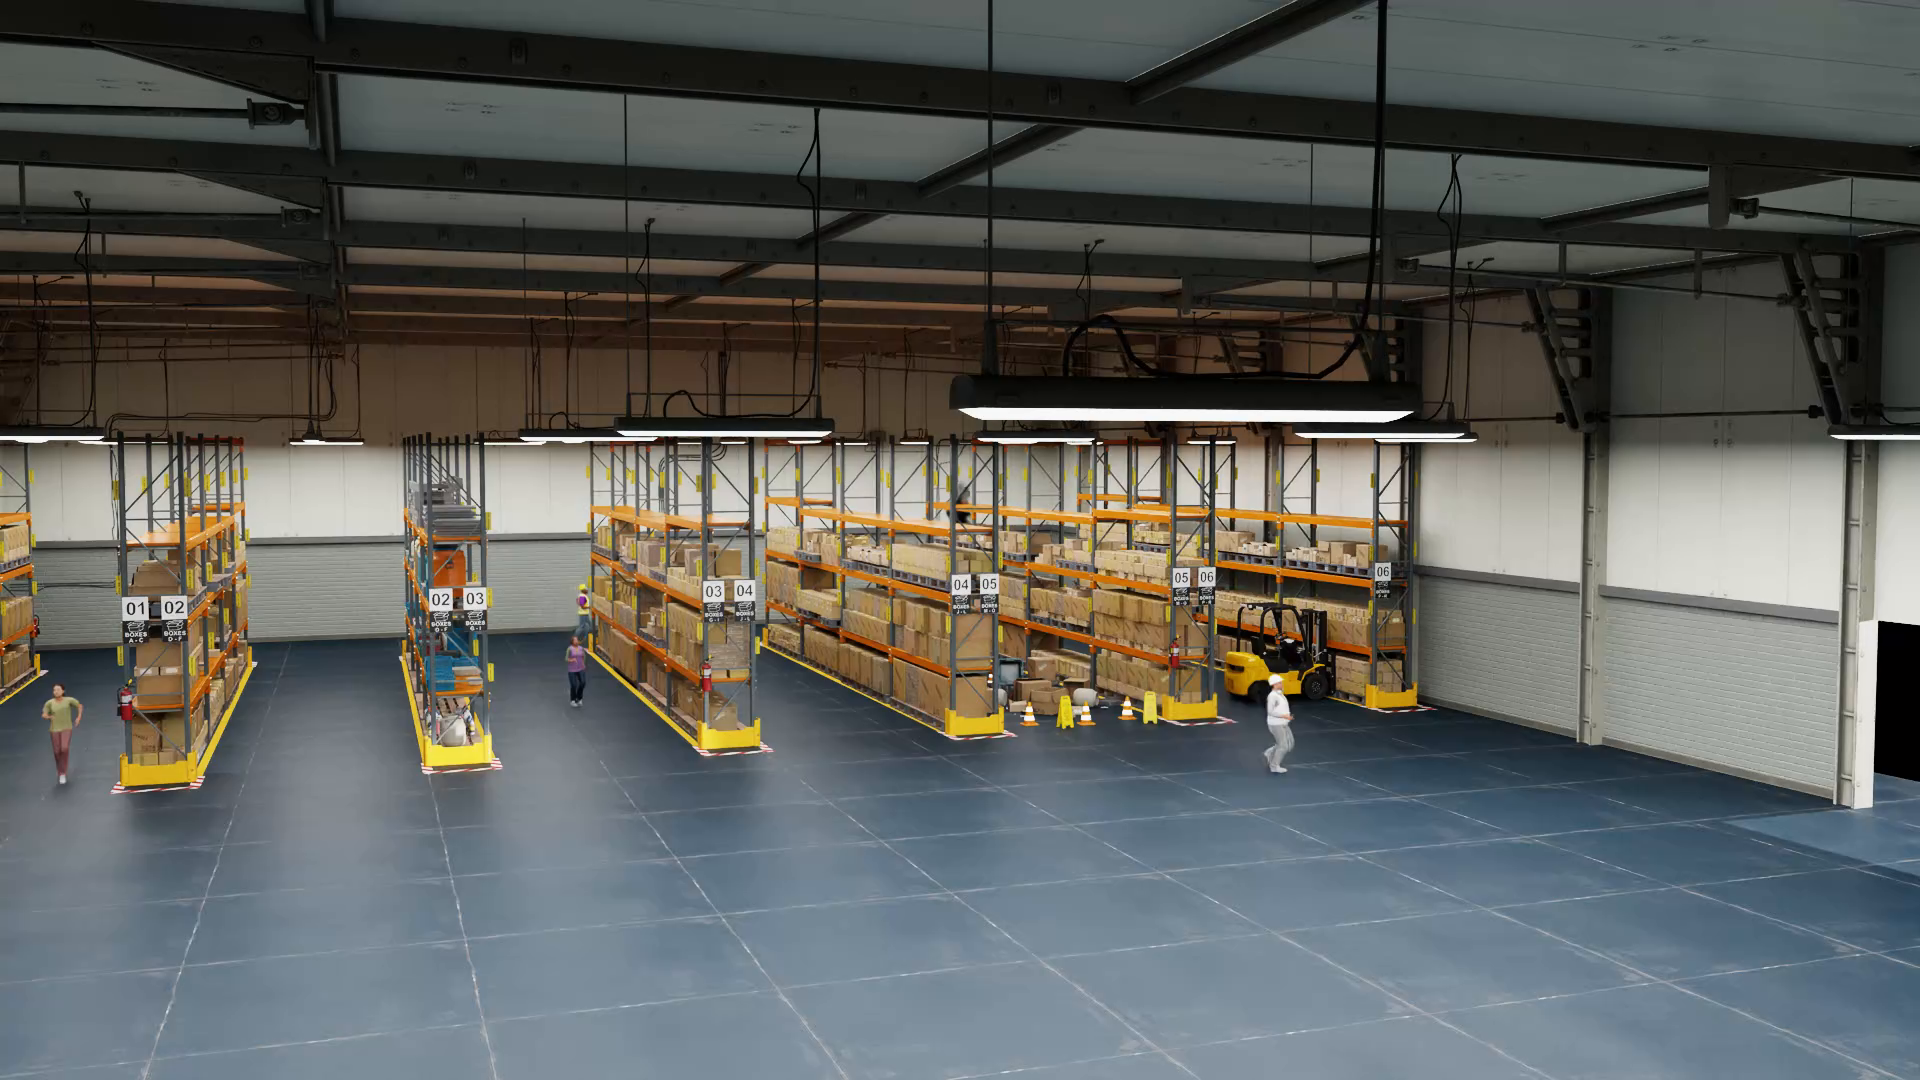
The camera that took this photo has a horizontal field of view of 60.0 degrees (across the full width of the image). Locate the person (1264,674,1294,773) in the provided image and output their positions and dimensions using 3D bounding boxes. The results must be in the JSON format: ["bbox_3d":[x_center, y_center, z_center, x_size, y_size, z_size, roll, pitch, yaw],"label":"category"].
[{"bbox_3d":[5.633,3.232,29.293,0.598,1.723,0.654,2,4,27],"label":"person"}]

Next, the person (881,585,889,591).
[{"bbox_3d":[-2.362,1.787,50.923,0.541,1.708,0.676,-1,3,-14],"label":"person"}]

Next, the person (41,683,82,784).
[{"bbox_3d":[-15.488,3.314,28.653,0.578,1.698,0.825,-1,3,-17],"label":"person"}]

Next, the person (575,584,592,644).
[{"bbox_3d":[-10.875,2.184,48.166,0.738,1.806,0.671,0,3,-2],"label":"person"}]

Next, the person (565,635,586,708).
[{"bbox_3d":[-8.428,2.903,36.570,0.515,1.599,0.625,-2,4,-30],"label":"person"}]
